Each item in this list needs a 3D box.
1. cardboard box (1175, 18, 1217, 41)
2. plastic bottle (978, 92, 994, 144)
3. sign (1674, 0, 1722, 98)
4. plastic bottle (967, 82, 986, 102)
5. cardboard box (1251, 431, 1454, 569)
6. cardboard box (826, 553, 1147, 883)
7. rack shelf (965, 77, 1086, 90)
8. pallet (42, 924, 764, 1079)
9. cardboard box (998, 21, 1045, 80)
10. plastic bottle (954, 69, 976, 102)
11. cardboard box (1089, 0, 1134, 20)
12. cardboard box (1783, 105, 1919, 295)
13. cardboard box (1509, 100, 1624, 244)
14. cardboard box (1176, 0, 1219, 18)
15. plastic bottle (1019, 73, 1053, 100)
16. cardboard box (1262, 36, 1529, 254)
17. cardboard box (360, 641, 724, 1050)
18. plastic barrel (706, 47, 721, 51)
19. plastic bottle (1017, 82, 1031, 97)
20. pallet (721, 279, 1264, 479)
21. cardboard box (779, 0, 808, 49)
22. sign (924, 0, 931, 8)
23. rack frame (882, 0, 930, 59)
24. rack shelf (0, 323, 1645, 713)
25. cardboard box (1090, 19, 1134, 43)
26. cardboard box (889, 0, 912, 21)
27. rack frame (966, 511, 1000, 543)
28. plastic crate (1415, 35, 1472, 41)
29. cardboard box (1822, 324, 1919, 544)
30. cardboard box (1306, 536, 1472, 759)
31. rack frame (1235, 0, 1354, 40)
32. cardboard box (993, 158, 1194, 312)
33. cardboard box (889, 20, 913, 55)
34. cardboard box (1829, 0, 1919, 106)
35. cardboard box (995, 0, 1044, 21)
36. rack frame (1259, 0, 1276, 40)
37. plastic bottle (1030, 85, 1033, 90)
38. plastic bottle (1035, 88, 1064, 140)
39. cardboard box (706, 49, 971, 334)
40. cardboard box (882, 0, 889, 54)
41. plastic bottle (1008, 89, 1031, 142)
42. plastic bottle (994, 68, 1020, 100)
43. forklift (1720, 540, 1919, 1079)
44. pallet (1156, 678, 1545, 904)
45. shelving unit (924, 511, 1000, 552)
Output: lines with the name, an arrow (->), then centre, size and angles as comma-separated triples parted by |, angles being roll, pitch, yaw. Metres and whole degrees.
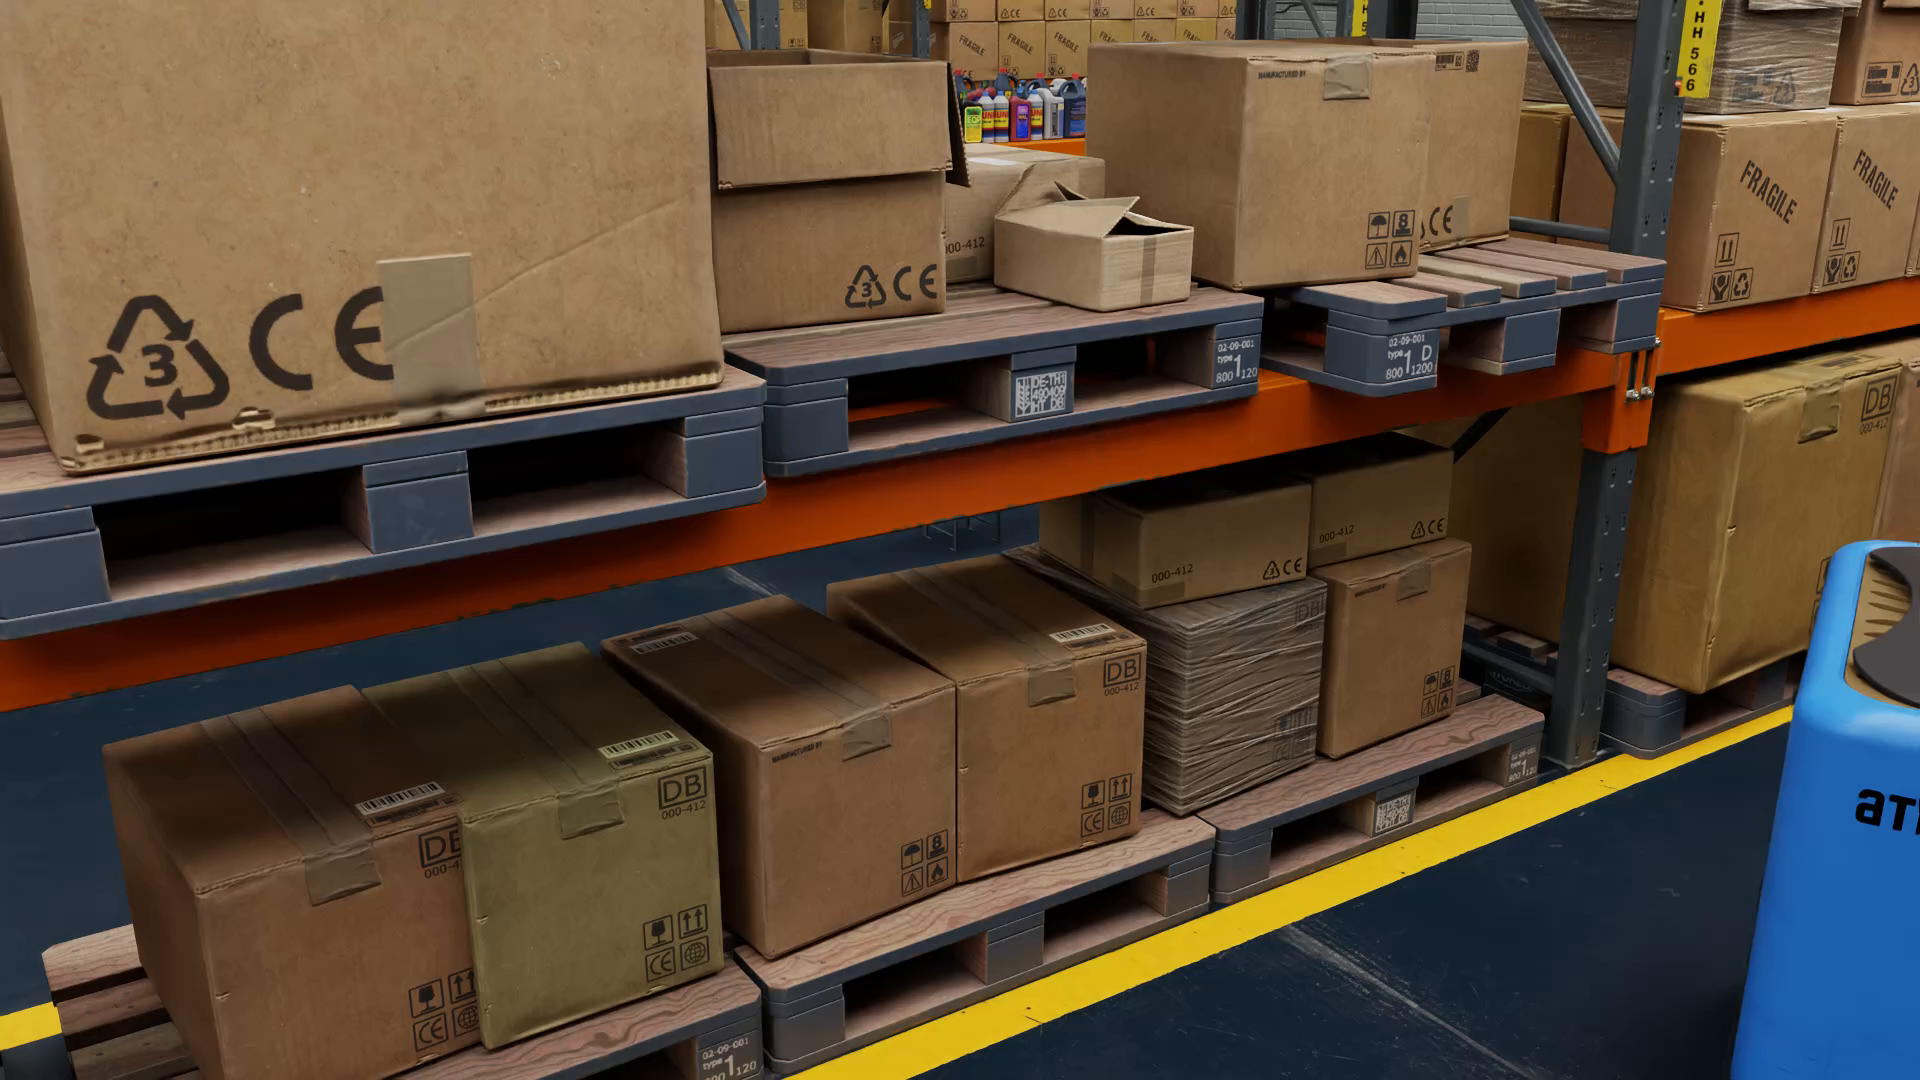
cardboard box -> 2.102, -4.759, 15.982 | 0.500, 0.500, 0.500 | -12, 22, -31
plastic bottle -> 0.139, -2.308, 9.090 | 0.097, 0.271, 0.097 | 0, 19, 0
sign -> 1.828, -1.264, 4.114 | 0.005, 0.325, 0.100 | -12, 22, -31
plastic bottle -> 0.089, -2.546, 9.775 | 0.133, 0.283, 0.061 | -12, 22, -31
cardboard box -> 0.979, -0.149, 4.549 | 0.500, 0.250, 0.500 | -11, 22, -29
cardboard box -> 0.047, 0.406, 4.077 | 0.500, 0.500, 0.700 | -10, 21, -27
rack shelf -> 1.088, -4.262, 15.793 | 4.000, 0.370, 1.077 | -12, 22, -31
pallet -> -1.169, 0.992, 3.481 | 1.213, 0.211, 1.003 | -12, 22, -31
cardboard box -> 0.419, -4.406, 14.939 | 0.500, 0.500, 0.500 | -11, 22, -30
plastic bottle -> 0.011, -2.601, 9.832 | 0.185, 0.351, 0.144 | -12, 22, -31
cardboard box -> 1.257, -5.052, 15.288 | 0.500, 0.500, 0.500 | -11, 22, -30
cardboard box -> 2.507, -1.048, 5.004 | 0.500, 0.500, 0.500 | -13, 22, -33
cardboard box -> 1.798, -1.097, 5.149 | 0.500, 0.500, 0.500 | -11, 22, -30
cardboard box -> 2.116, -5.235, 15.830 | 0.500, 0.500, 0.500 | -11, 22, -30
plastic bottle -> 0.435, -2.476, 9.461 | 0.185, 0.351, 0.144 | -12, 22, -31
cardboard box -> 1.093, -1.037, 4.315 | 0.500, 0.500, 0.500 | -15, 24, -38
cardboard box -> -0.885, 0.603, 3.494 | 0.500, 0.500, 0.700 | -12, 22, -32
plastic barrel -> -1.423, -2.122, 8.127 | 0.708, 0.536, 0.600 | -12, 22, -31
plastic bottle -> 0.380, -2.595, 9.938 | 0.097, 0.271, 0.097 | 0, 19, 0
pallet -> -0.109, -0.446, 3.679 | 1.213, 0.211, 1.003 | -12, 22, -31
cardboard box -> -1.641, -4.336, 14.074 | 0.500, 0.500, 0.700 | -8, 20, -23
sign -> -0.274, -4.652, 14.013 | 0.005, 0.325, 0.100 | -12, 22, -31
rack frame -> -0.583, -4.251, 14.635 | 0.127, 3.000, 1.000 | -12, 22, -31
rack shelf -> -0.148, -0.203, 3.785 | 4.000, 0.370, 1.077 | -12, 22, -31
cardboard box -> 1.262, -4.584, 15.464 | 0.500, 0.500, 0.500 | -12, 22, -32
cardboard box -> -0.303, -4.930, 14.927 | 0.500, 0.500, 0.500 | -12, 22, -31
rack frame -> 0.092, -0.446, 6.658 | 0.006, 0.900, 0.240 | -12, 22, -31
plastic crate -> 3.022, -3.074, 10.961 | 0.583, 0.464, 0.402 | -12, 22, -31
cardboard box -> 2.858, -0.359, 5.786 | 0.875, 0.875, 1.225 | -12, 22, -31
cardboard box -> 0.973, 0.203, 4.677 | 0.500, 0.500, 0.700 | -13, 23, -34
rack frame -> 2.139, -2.925, 10.714 | 0.127, 3.000, 1.000 | -12, 22, -31
cardboard box -> 0.278, -0.665, 3.583 | 0.258, 0.266, 0.396 | -13, 22, -33
cardboard box -> -0.306, -4.455, 15.083 | 0.500, 0.500, 0.500 | -11, 22, -31
cardboard box -> 2.687, -1.657, 5.240 | 0.637, 0.503, 0.797 | -11, 22, -30
cardboard box -> 0.396, -4.871, 14.751 | 0.500, 0.500, 0.500 | -13, 22, -33
rack frame -> 2.758, -4.956, 16.719 | 0.127, 3.000, 1.000 | -12, 22, -31
plastic bottle -> 0.464, -2.668, 10.153 | 0.097, 0.271, 0.097 | 0, 19, 0
plastic bottle -> 0.495, -2.396, 9.342 | 0.135, 0.276, 0.152 | -12, 22, -31
cardboard box -> -0.422, -0.769, 3.520 | 0.637, 0.503, 0.797 | -9, 21, -26
cardboard box -> -0.991, -6.198, 19.927 | 0.700, 0.700, 0.980 | -12, 22, -32
plastic bottle -> 0.327, -2.347, 9.185 | 0.133, 0.283, 0.061 | -12, 22, -31
plastic bottle -> 0.277, -2.657, 9.998 | 0.185, 0.351, 0.144 | -12, 22, -31
forklift -> 2.880, -0.018, 2.221 | 3.031, 2.935, 1.130 | 10, 21, 28
pallet -> 0.868, 0.562, 4.752 | 1.213, 0.211, 1.003 | -12, 22, -31
shelving unit -> 0.007, -0.428, 6.605 | 0.210, 0.900, 0.258 | -12, 22, -31
